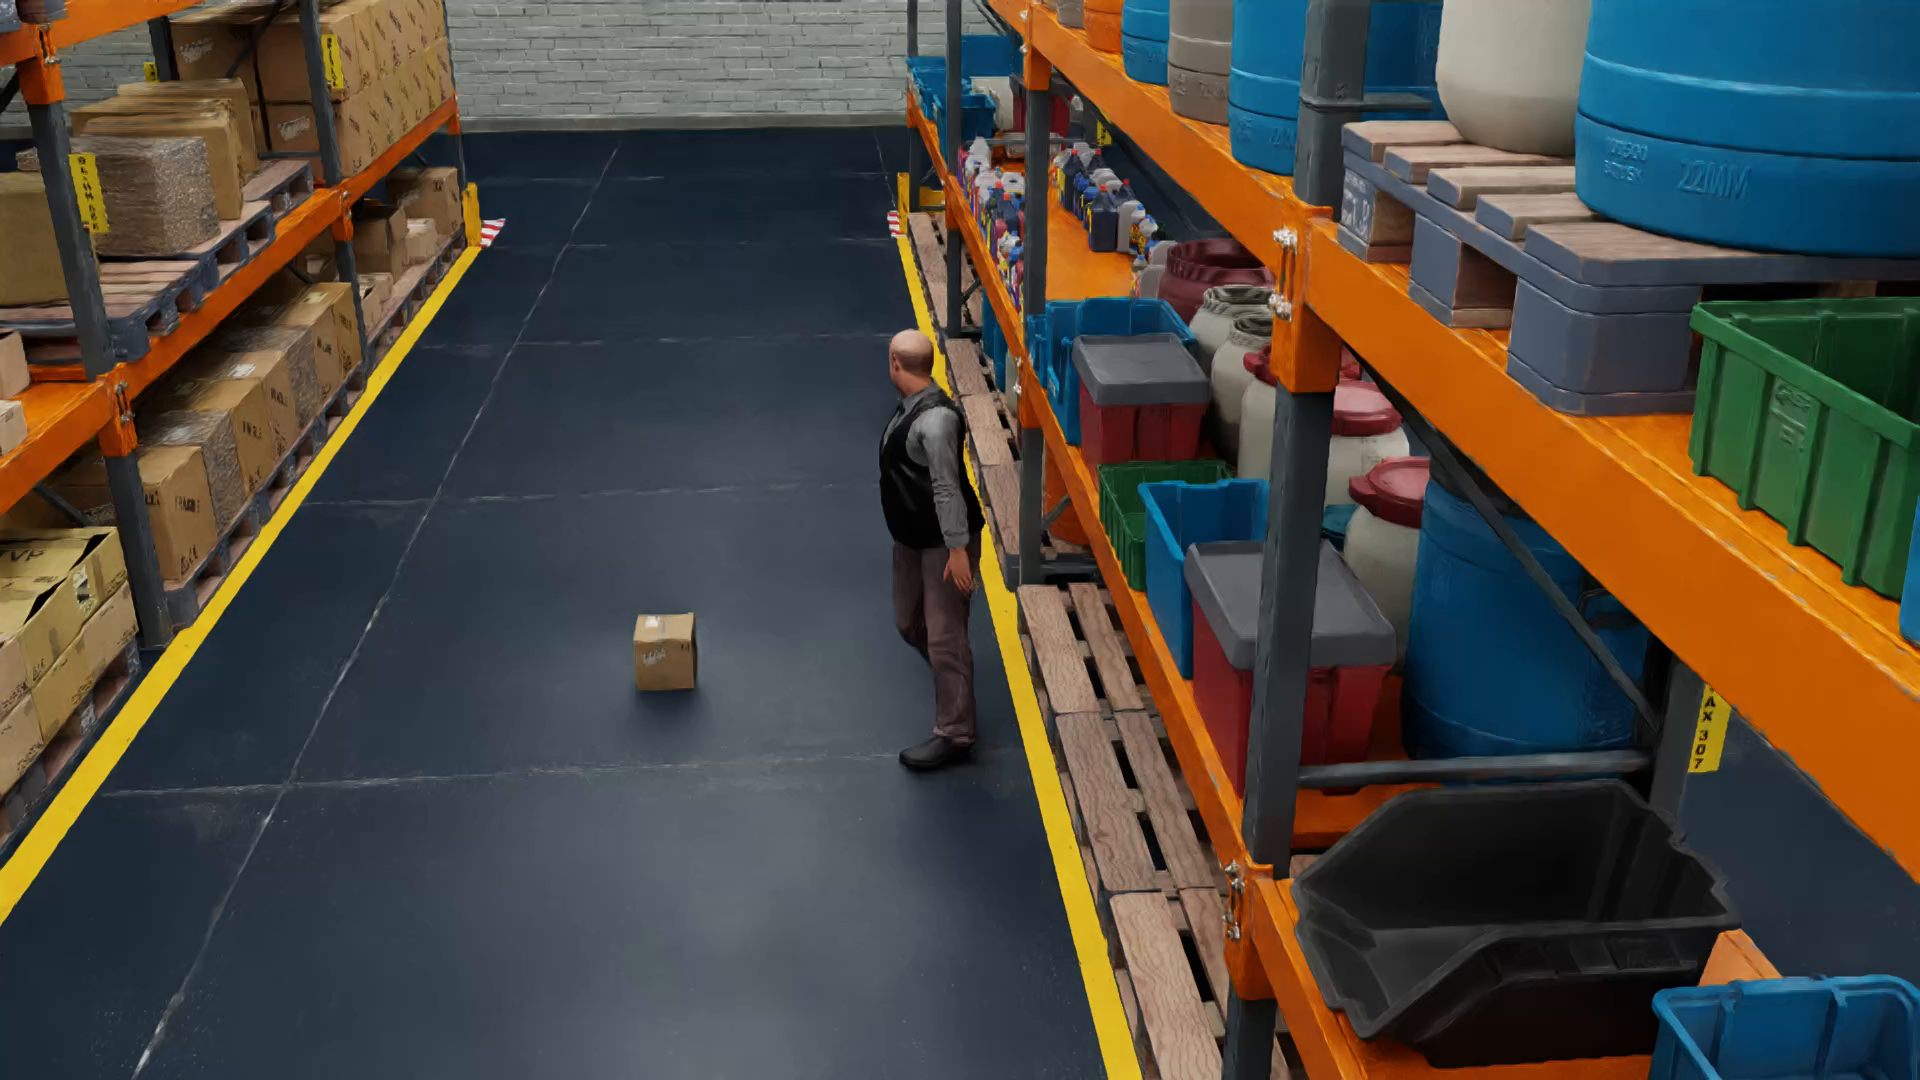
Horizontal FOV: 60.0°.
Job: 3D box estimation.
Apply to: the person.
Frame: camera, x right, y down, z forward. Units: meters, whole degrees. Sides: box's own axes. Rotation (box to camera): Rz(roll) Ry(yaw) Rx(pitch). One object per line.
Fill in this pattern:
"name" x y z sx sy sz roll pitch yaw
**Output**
"person" -0.106 0.009 6.649 0.569 1.670 0.662 -12 26 -26
